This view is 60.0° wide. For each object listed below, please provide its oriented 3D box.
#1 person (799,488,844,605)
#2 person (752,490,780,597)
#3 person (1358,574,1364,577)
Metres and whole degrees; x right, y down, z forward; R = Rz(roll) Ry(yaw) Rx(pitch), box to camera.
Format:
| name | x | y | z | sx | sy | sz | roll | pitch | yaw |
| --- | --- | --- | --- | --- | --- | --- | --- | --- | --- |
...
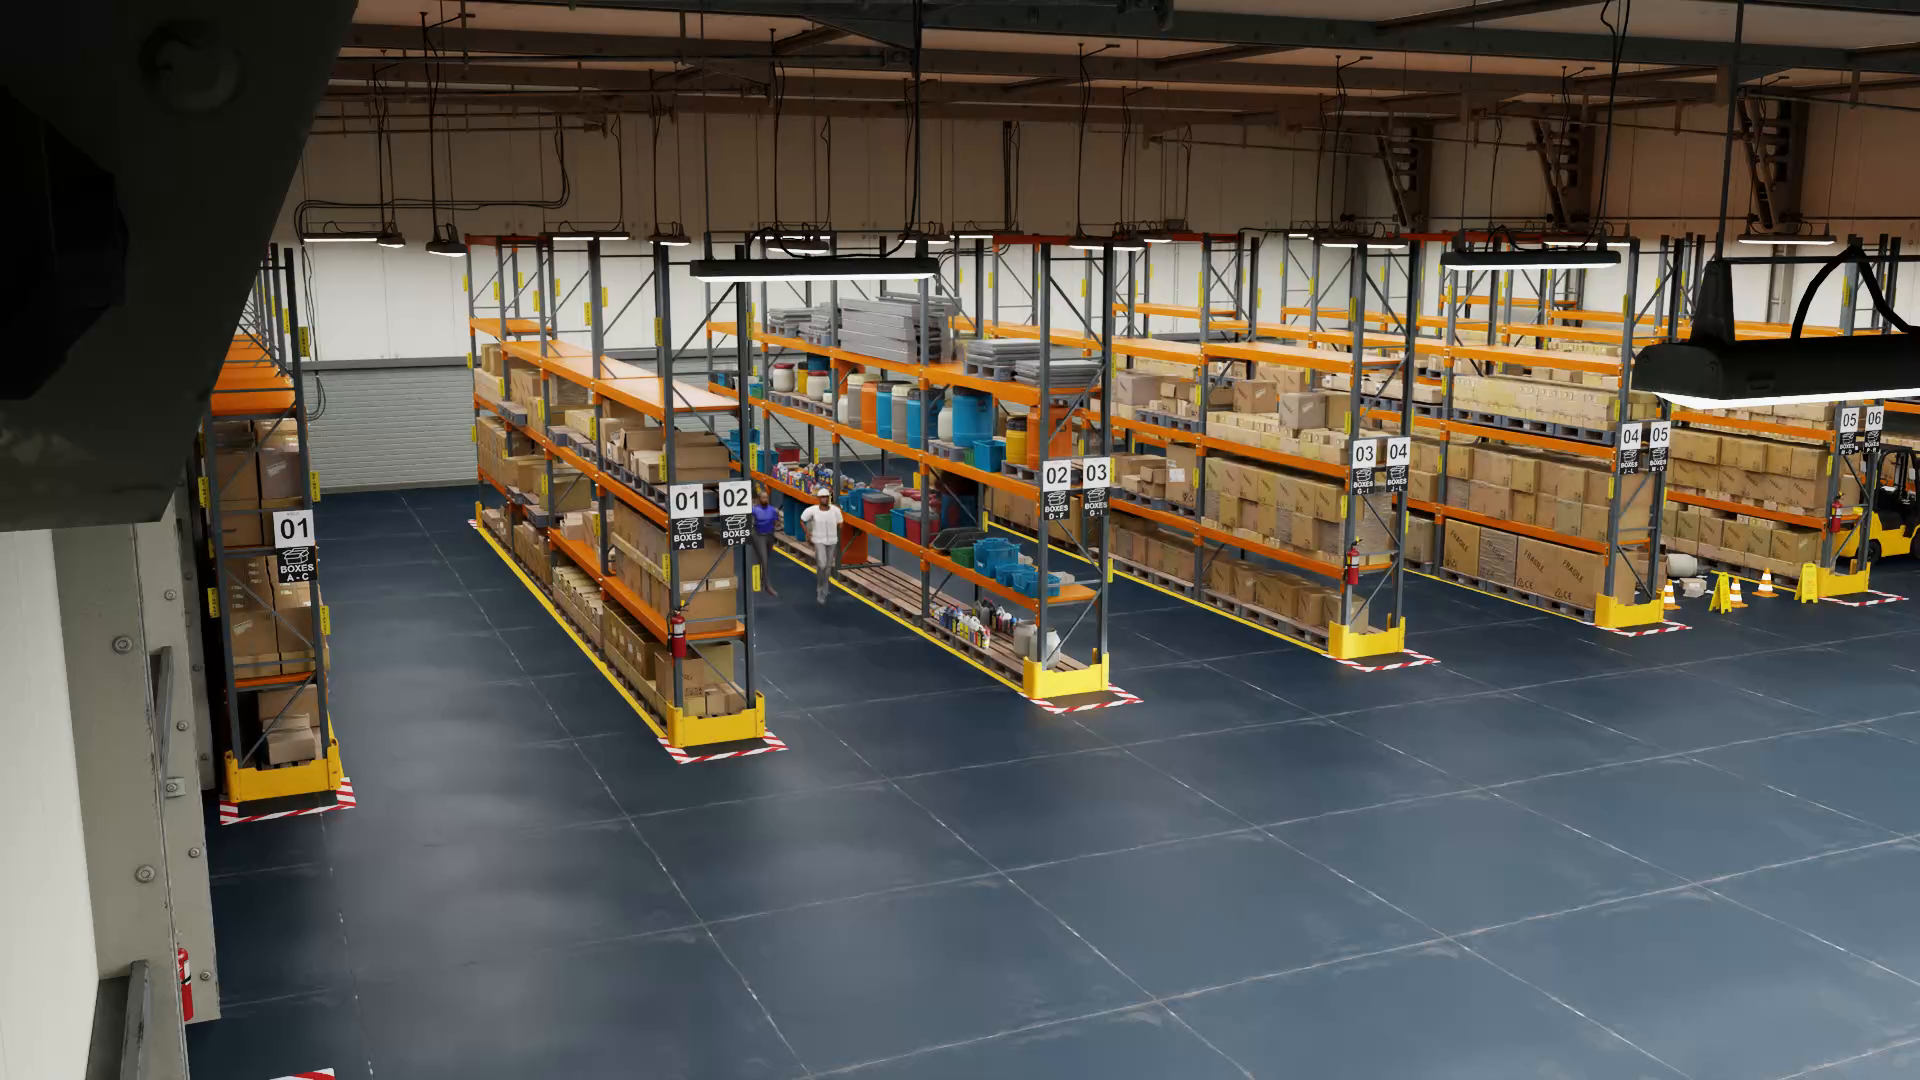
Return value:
| name | x | y | z | sx | sy | sz | roll | pitch | yaw |
| --- | --- | --- | --- | --- | --- | --- | --- | --- | --- |
| person | -2.161 | 0.099 | 26.622 | 0.676 | 1.857 | 0.675 | -5 | 12 | -23 |
| person | -3.171 | 0.037 | 27.001 | 0.569 | 1.690 | 0.836 | -9 | 14 | -38 |
| person | 7.075 | -0.136 | 29.753 | 0.535 | 1.548 | 0.567 | -5 | 12 | -22 |
